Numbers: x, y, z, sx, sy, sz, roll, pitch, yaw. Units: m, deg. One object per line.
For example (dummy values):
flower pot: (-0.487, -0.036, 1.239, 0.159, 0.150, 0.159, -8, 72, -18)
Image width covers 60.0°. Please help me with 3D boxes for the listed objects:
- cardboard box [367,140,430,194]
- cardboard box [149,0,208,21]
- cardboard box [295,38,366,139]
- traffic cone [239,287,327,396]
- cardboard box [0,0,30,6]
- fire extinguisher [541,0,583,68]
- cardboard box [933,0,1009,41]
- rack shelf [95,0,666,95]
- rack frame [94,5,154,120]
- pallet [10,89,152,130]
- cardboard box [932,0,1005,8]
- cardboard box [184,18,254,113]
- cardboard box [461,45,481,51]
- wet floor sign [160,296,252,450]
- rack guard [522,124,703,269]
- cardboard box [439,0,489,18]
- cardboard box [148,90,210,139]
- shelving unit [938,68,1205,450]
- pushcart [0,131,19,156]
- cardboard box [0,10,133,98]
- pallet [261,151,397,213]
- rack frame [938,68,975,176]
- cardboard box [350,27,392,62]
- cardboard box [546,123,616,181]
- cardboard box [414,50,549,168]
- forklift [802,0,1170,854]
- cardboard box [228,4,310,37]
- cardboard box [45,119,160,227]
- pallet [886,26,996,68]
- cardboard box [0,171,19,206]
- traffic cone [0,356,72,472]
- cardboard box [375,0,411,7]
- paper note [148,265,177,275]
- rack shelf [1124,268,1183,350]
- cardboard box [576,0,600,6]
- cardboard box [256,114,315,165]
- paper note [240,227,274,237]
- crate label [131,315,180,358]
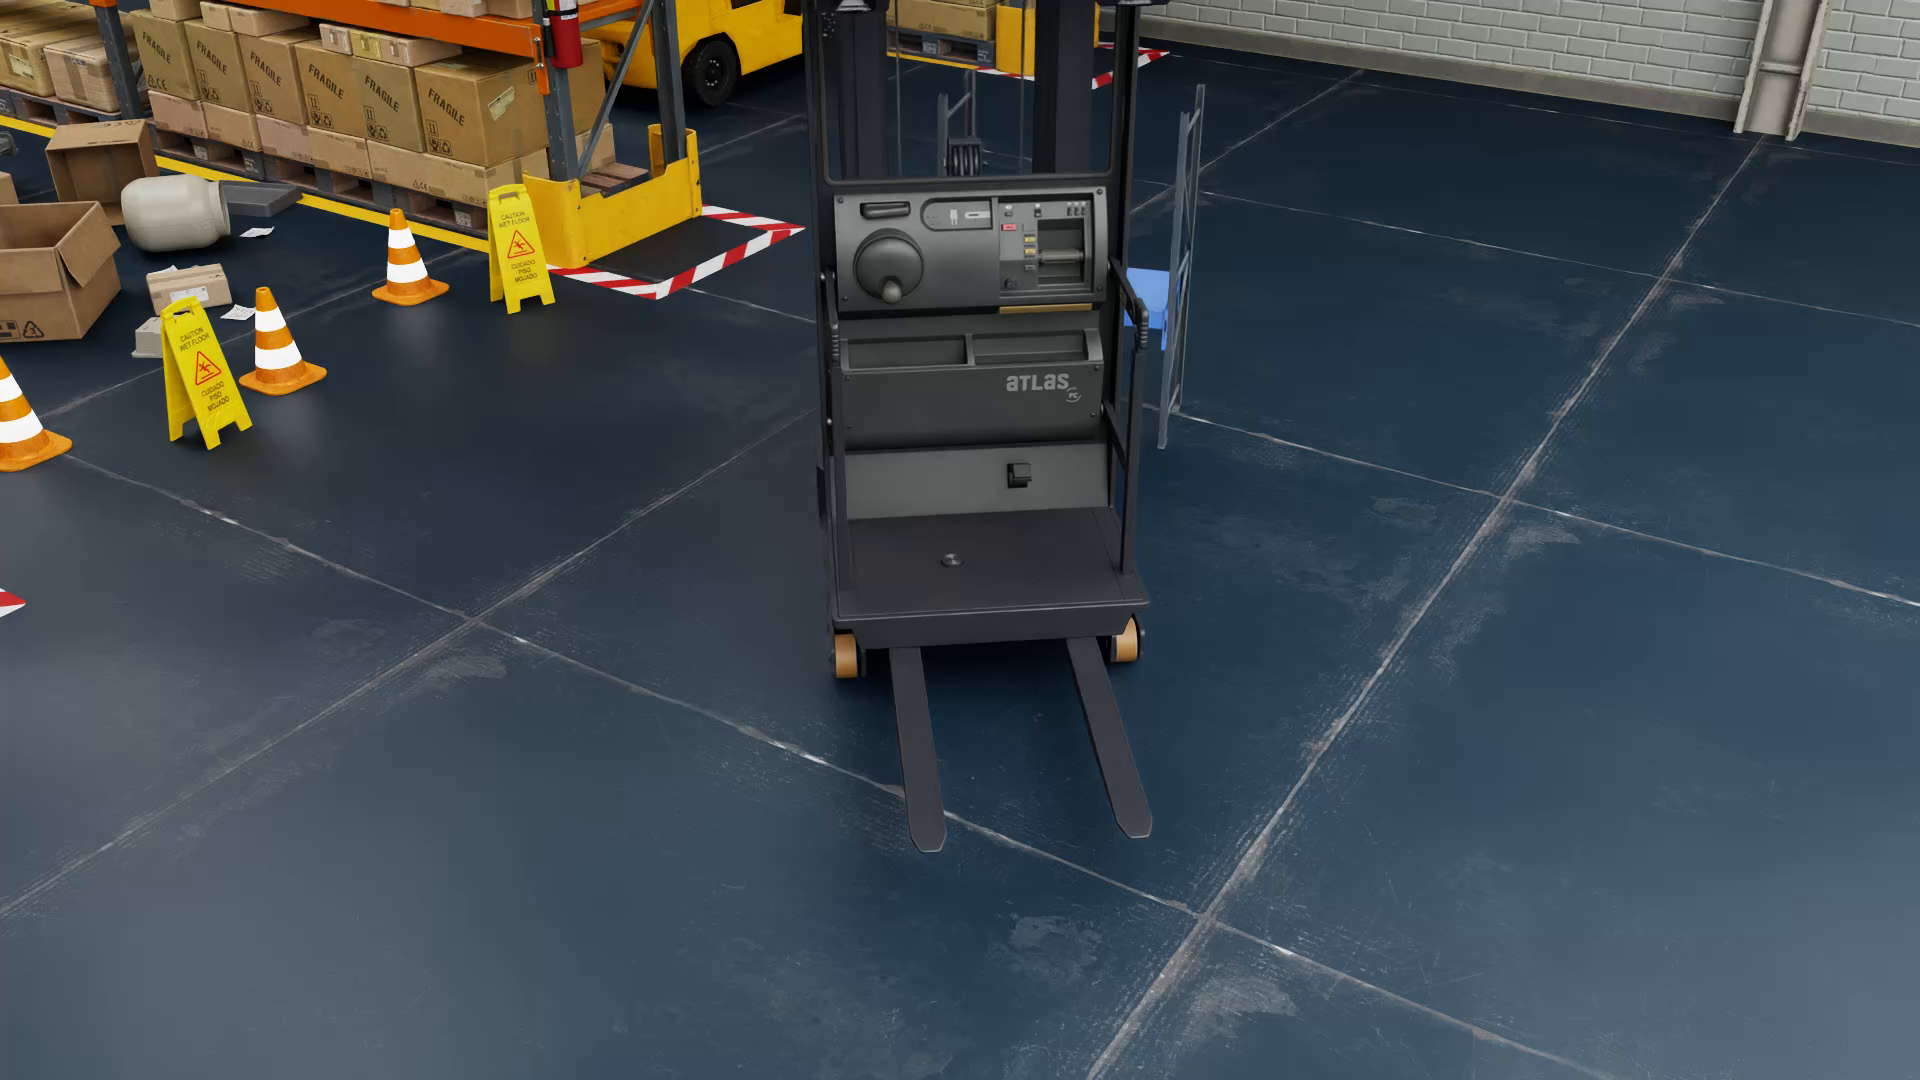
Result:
cardboard box: (-3.206, -2.321, 10.064, 0.500, 0.250, 0.500, 18, 35, 28)
cardboard box: (-4.902, -3.421, 10.561, 0.250, 0.149, 0.380, 18, 35, 28)
cardboard box: (-3.628, -2.781, 10.109, 0.500, 0.500, 0.500, 17, 34, 26)
traffic cone: (-3.296, -0.988, 7.984, 0.334, 0.463, 0.336, 18, 35, 27)
cardboard box: (-7.617, -3.923, 12.689, 0.625, 0.372, 0.950, 17, 34, 26)
fire extinguisher: (-2.092, -2.823, 8.689, 0.183, 0.674, 0.296, 18, 35, 27)
cardboard box: (0.126, -4.188, 13.264, 0.500, 0.250, 0.500, 18, 35, 28)
rack shelf: (-3.638, -3.309, 10.159, 4.000, 0.370, 1.077, 18, 35, 27)
rack frame: (-5.332, -4.155, 10.896, 0.127, 3.000, 1.000, 18, 35, 27)
pallet: (-5.992, -3.159, 11.955, 1.213, 0.211, 1.003, 18, 35, 27)
cardboard box: (0.113, -4.410, 13.148, 0.500, 0.250, 0.500, 17, 34, 27)
cardboard box: (-4.516, -3.061, 10.588, 0.500, 0.500, 0.500, 19, 35, 29)
cardboard box: (-2.946, -2.880, 10.277, 0.500, 0.500, 0.500, 16, 34, 26)
wet floor sign: (-3.413, -0.764, 7.420, 0.232, 0.644, 0.267, 12, 32, 19)
rack guard: (-2.008, -2.024, 9.724, 0.348, 0.500, 1.175, 18, 35, 27)
cardboard box: (-2.648, -3.005, 9.173, 0.250, 0.149, 0.380, 17, 34, 27)
cardboard box: (-4.975, -2.876, 11.015, 0.500, 0.250, 0.500, 16, 34, 25)
shelving unit: (0.475, -1.244, 7.385, 1.048, 1.500, 0.538, 8, 30, 13)
pushcart: (-6.501, -2.036, 9.866, 0.936, 0.377, 1.648, 6, 31, 10)
cardboard box: (-6.388, -3.532, 12.019, 0.625, 0.372, 0.950, 20, 36, 30)
pallet: (-3.707, -2.460, 10.757, 1.213, 0.211, 1.003, 18, 35, 27)
rack frame: (-0.016, -1.312, 7.501, 0.032, 1.500, 0.500, 8, 30, 13)
cardboard box: (-3.319, -2.923, 9.708, 0.250, 0.149, 0.380, 18, 35, 28)
cardboard box: (-2.480, -2.412, 10.219, 0.500, 0.250, 0.500, 17, 34, 27)
cardboard box: (-2.761, -2.505, 9.634, 0.500, 0.500, 0.500, 18, 35, 28)
forklift: (0.064, -0.953, 5.476, 1.130, 2.935, 3.031, -3, 30, -5)
cardboard box: (-4.236, -3.213, 10.205, 0.250, 0.149, 0.380, 20, 36, 30)
cardboard box: (-5.148, -2.209, 10.038, 0.500, 0.500, 0.500, -9, 32, -15)
pallet: (0.022, -4.186, 13.715, 1.213, 0.211, 1.003, 18, 35, 27)
cardboard box: (-5.574, -1.701, 9.032, 0.503, 0.637, 0.797, 18, 35, 27)
traffic cone: (-4.185, -0.597, 7.313, 0.334, 0.463, 0.336, 18, 35, 27)
cardboard box: (-3.088, -3.139, 9.402, 0.250, 0.149, 0.380, 18, 35, 28)
paper note: (-4.442, -1.492, 9.288, 0.148, 0.019, 0.142, -21, 36, -32)
rack shelf: (0.474, -1.087, 7.473, 1.000, 0.185, 0.538, 8, 30, 13)
cardboard box: (-2.121, -3.155, 9.430, 0.250, 0.149, 0.380, 18, 35, 28)
cardboard box: (-4.067, -2.597, 10.536, 0.500, 0.250, 0.500, 17, 34, 27)
paper note: (-4.165, -1.829, 9.855, 0.148, 0.019, 0.142, 6, 31, 10)
crate label: (-3.995, -1.031, 8.382, 0.298, 0.136, 0.250, 1, 30, 2)
